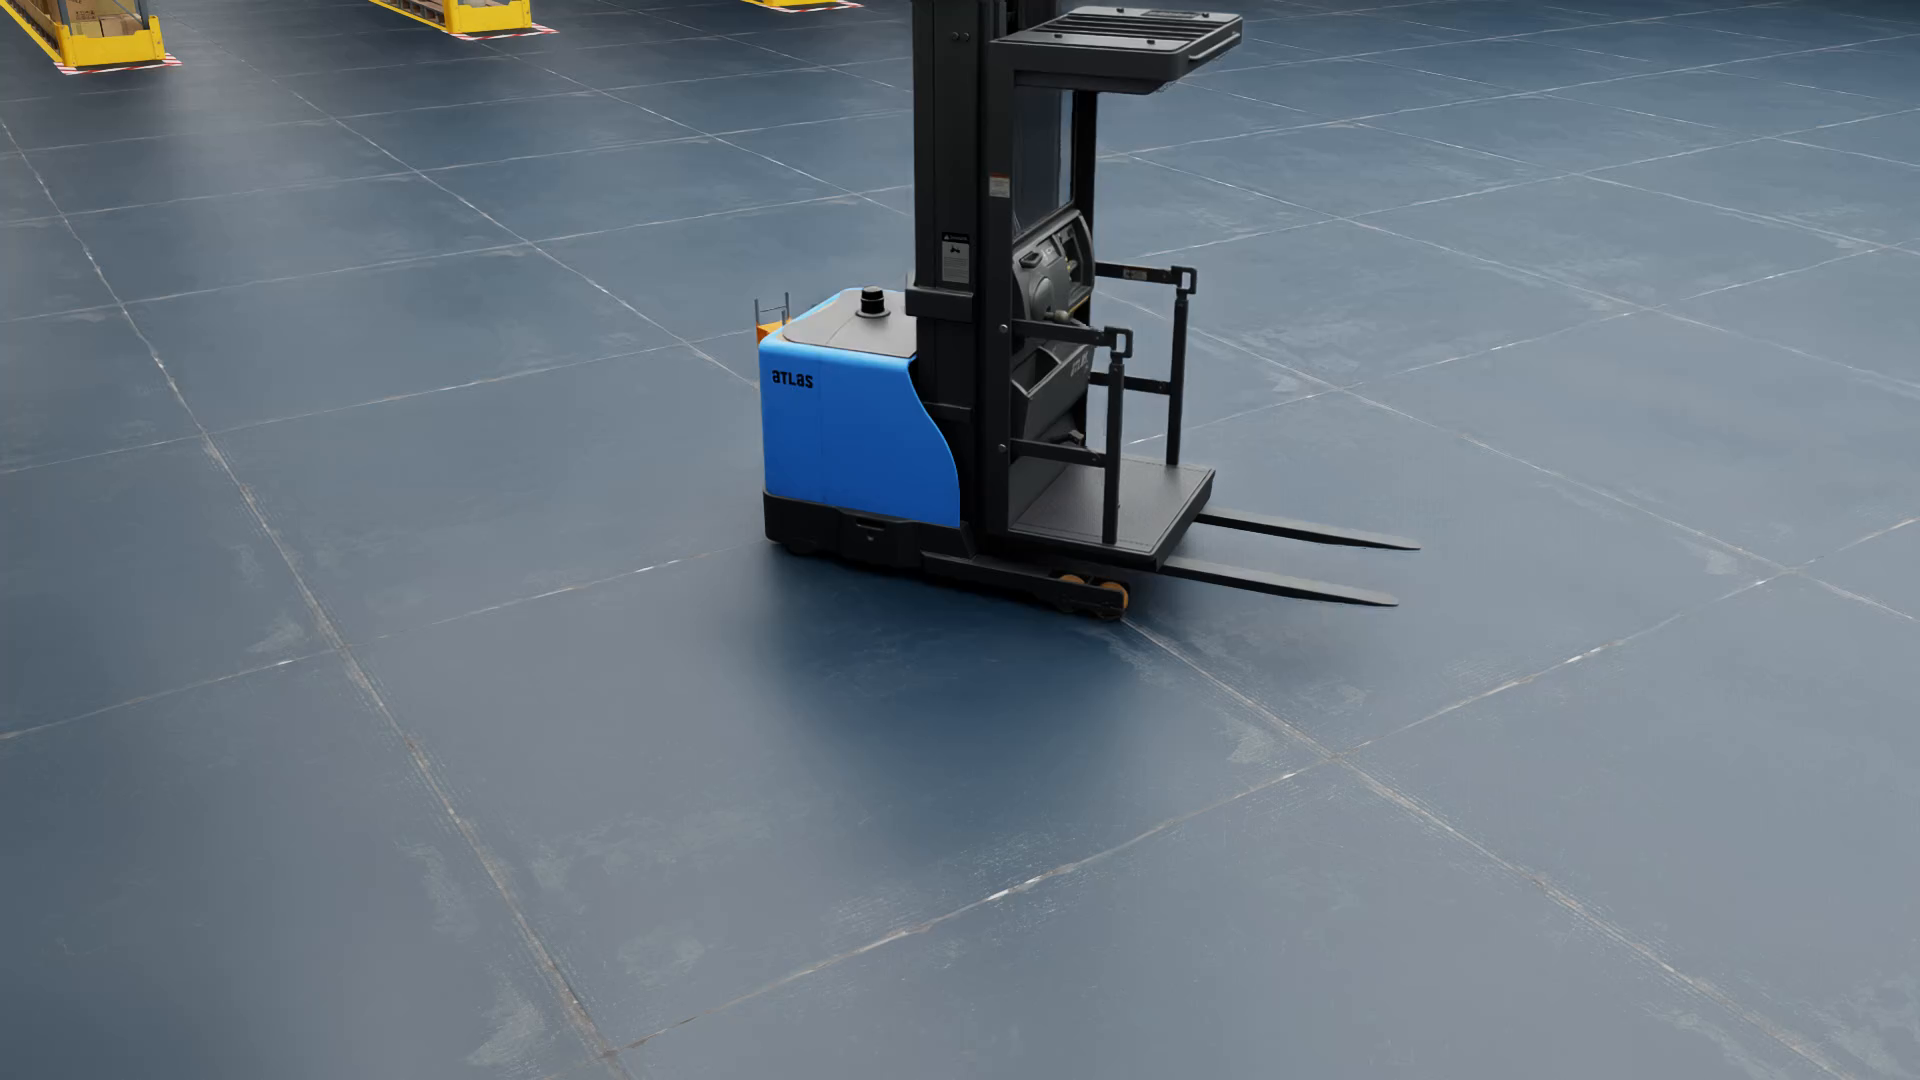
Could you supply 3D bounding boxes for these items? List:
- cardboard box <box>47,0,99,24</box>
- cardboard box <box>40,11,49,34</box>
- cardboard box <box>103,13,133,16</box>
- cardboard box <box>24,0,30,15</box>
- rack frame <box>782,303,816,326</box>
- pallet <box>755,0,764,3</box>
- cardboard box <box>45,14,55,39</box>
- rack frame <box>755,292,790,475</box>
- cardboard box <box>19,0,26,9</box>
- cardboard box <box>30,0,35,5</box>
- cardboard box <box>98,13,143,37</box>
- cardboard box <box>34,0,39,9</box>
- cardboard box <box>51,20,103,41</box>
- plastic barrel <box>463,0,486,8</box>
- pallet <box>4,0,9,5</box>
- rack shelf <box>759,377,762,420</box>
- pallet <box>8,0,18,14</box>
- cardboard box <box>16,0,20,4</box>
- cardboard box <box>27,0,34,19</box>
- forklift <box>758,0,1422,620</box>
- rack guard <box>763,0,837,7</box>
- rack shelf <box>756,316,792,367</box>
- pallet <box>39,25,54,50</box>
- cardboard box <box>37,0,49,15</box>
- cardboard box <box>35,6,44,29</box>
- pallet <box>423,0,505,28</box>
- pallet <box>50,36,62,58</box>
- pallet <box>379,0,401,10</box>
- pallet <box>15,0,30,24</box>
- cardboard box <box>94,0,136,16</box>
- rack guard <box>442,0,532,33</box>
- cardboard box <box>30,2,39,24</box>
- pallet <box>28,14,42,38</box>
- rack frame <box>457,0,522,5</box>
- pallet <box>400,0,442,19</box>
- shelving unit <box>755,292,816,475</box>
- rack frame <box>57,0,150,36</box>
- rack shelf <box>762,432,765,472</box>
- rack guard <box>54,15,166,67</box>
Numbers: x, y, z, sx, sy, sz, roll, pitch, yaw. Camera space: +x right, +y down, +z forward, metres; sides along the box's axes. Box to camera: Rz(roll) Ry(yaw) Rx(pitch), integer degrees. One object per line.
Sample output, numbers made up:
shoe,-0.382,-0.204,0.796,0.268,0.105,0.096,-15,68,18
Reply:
cardboard box,-11.308,-6.867,21.133,0.500,0.500,0.500,-16,29,-30
cardboard box,-11.864,-6.883,22.045,0.500,0.250,0.500,-16,29,-30
cardboard box,-11.149,-6.827,21.927,0.500,0.250,0.500,-16,29,-30
cardboard box,-12.951,-7.600,23.564,0.500,0.250,0.500,-16,29,-30
rack frame,-0.797,-0.680,8.459,0.200,1.050,0.008,-19,31,-35
pallet,-2.919,-8.831,26.710,1.003,0.211,1.213,-16,29,-30
cardboard box,-11.589,-6.704,21.667,0.500,0.250,0.500,-16,29,-30
rack frame,-0.951,-0.760,8.630,0.200,1.050,0.008,-19,31,-35
cardboard box,-13.419,-7.917,24.236,0.500,0.250,0.500,-16,30,-30
cardboard box,-12.413,-7.579,22.641,0.500,0.500,0.500,-16,29,-30
cardboard box,-10.872,-6.649,21.550,0.500,0.250,0.500,-16,29,-30
cardboard box,-12.138,-7.400,22.263,0.500,0.500,0.500,-16,29,-30
cardboard box,-11.306,-6.528,21.294,0.500,0.250,0.500,-16,29,-30
plastic barrel,-7.037,-7.894,23.881,0.421,0.512,0.421,0,25,0
pallet,-14.717,-8.756,26.550,1.003,0.211,1.213,-16,29,-30
rack shelf,-0.874,-0.710,8.549,0.215,0.259,0.240,-19,31,-35
pallet,-14.055,-8.320,25.627,1.003,0.211,1.213,-16,29,-30
cardboard box,-13.694,-8.098,24.620,0.500,0.250,0.500,-16,30,-30
cardboard box,-12.682,-7.420,23.182,0.500,0.250,0.500,-16,29,-30
forklift,0.610,-1.225,7.411,3.031,2.935,1.130,10,27,21
rack guard,-2.506,-8.663,26.015,1.175,0.500,0.348,-16,29,-30
rack shelf,-0.875,-0.967,8.428,0.215,0.259,0.240,-19,31,-35
pallet,-11.881,-6.898,22.614,1.003,0.211,1.213,-16,29,-30
cardboard box,-11.866,-7.221,21.884,0.500,0.500,0.500,-16,29,-30
cardboard box,-12.135,-7.062,22.425,0.500,0.250,0.500,-16,29,-30
pallet,-7.134,-7.659,24.227,1.003,0.211,1.213,-16,29,-30
pallet,-11.219,-6.462,21.691,1.003,0.211,1.213,-16,29,-30
pallet,-8.466,-8.532,26.076,1.003,0.211,1.213,-16,29,-30
pallet,-13.385,-7.883,24.701,1.003,0.211,1.213,-16,29,-30
cardboard box,-11.147,-7.167,21.768,0.500,0.500,0.500,-16,29,-30
rack guard,-6.695,-7.498,23.547,1.175,0.500,0.348,-16,29,-30
cardboard box,-12.413,-7.240,22.801,0.500,0.250,0.500,-16,29,-30
pallet,-12.551,-7.334,23.539,1.003,0.211,1.213,-16,29,-30
rack frame,-6.614,-8.612,22.979,1.000,3.000,0.127,-16,29,-30
pallet,-7.796,-8.095,25.150,1.003,0.211,1.213,-16,29,-30
shelving unit,-0.874,-0.720,8.545,0.215,1.050,0.252,-19,31,-35
rack frame,-10.766,-7.459,20.537,1.000,3.000,0.127,-16,29,-30
rack shelf,-0.874,-0.459,8.668,0.215,0.259,0.240,-19,31,-35
rack guard,-10.753,-6.320,21.052,1.175,0.500,0.348,-16,29,-30
